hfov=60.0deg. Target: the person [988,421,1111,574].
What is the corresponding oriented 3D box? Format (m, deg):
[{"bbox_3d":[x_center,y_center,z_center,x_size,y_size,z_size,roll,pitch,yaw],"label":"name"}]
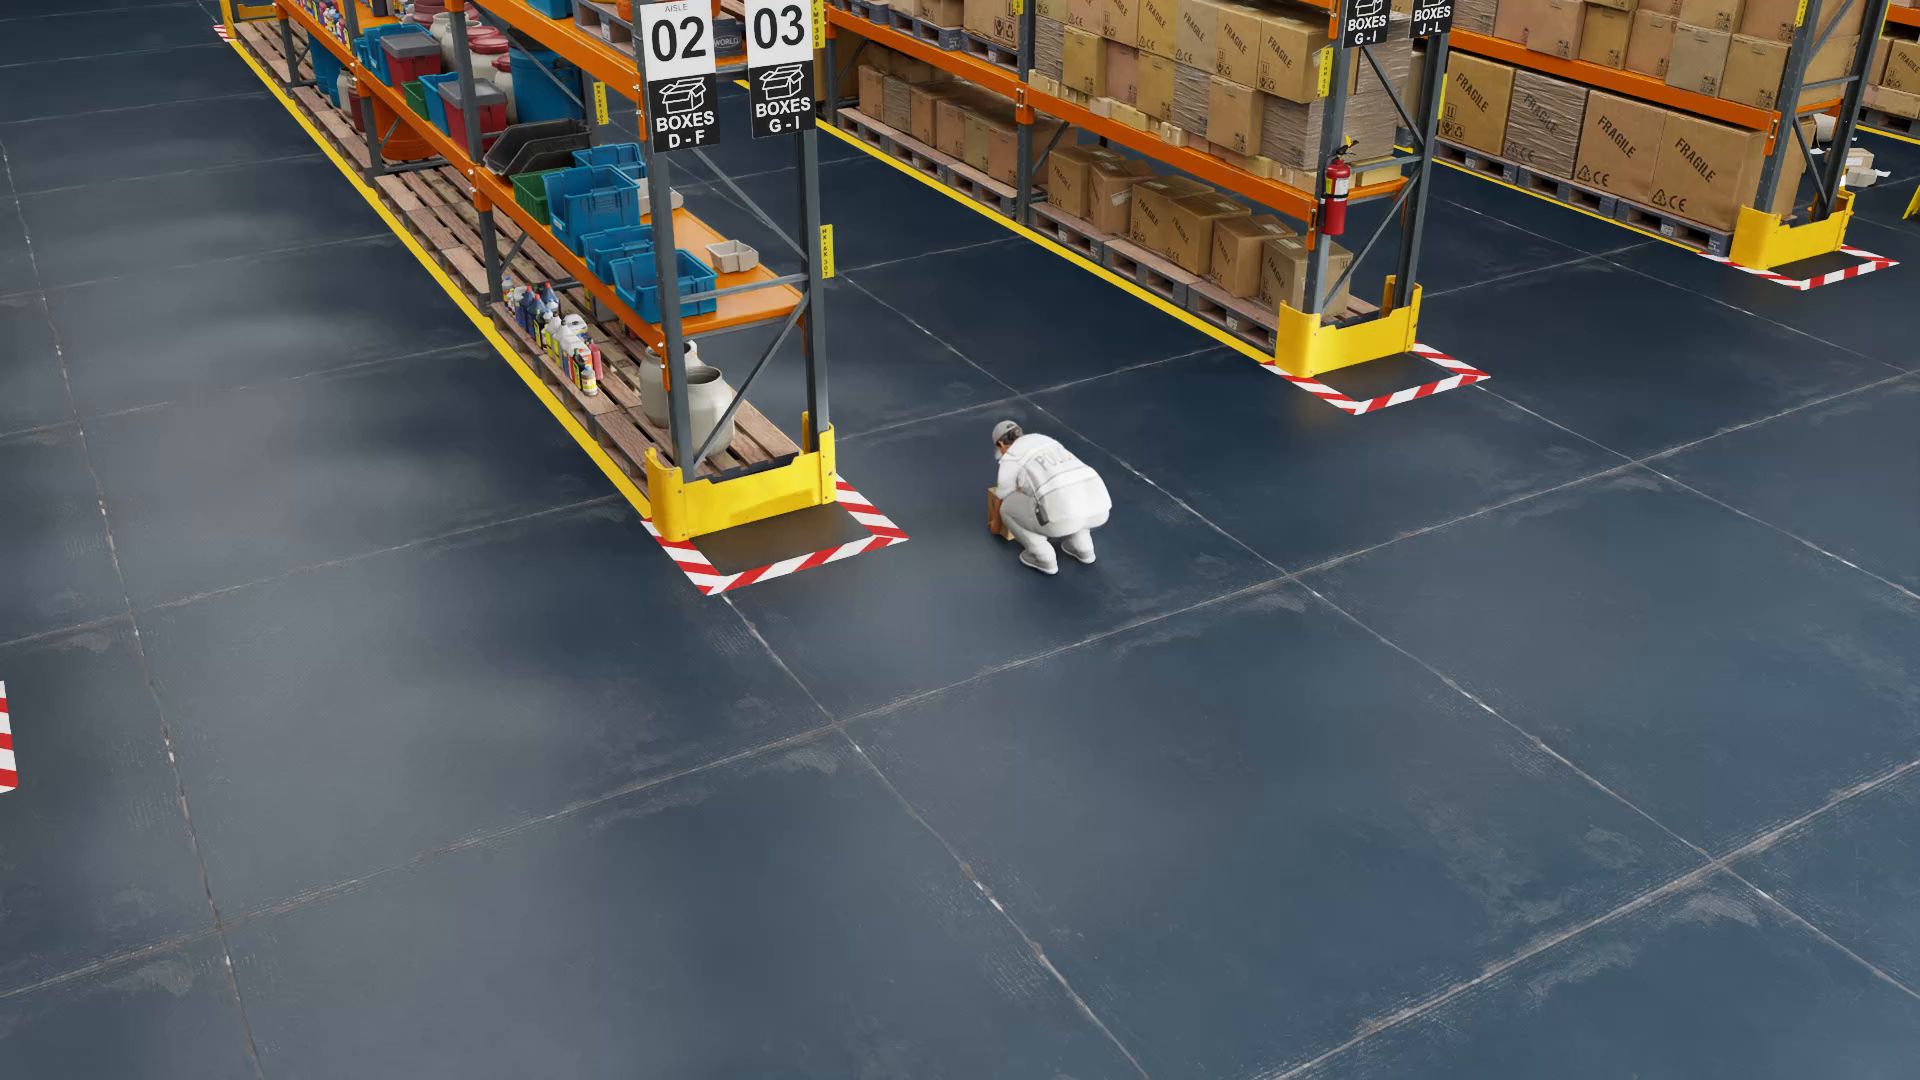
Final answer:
[{"bbox_3d":[0.508,-0.233,9.989,0.522,0.804,0.907,-16,33,-27],"label":"person"}]
